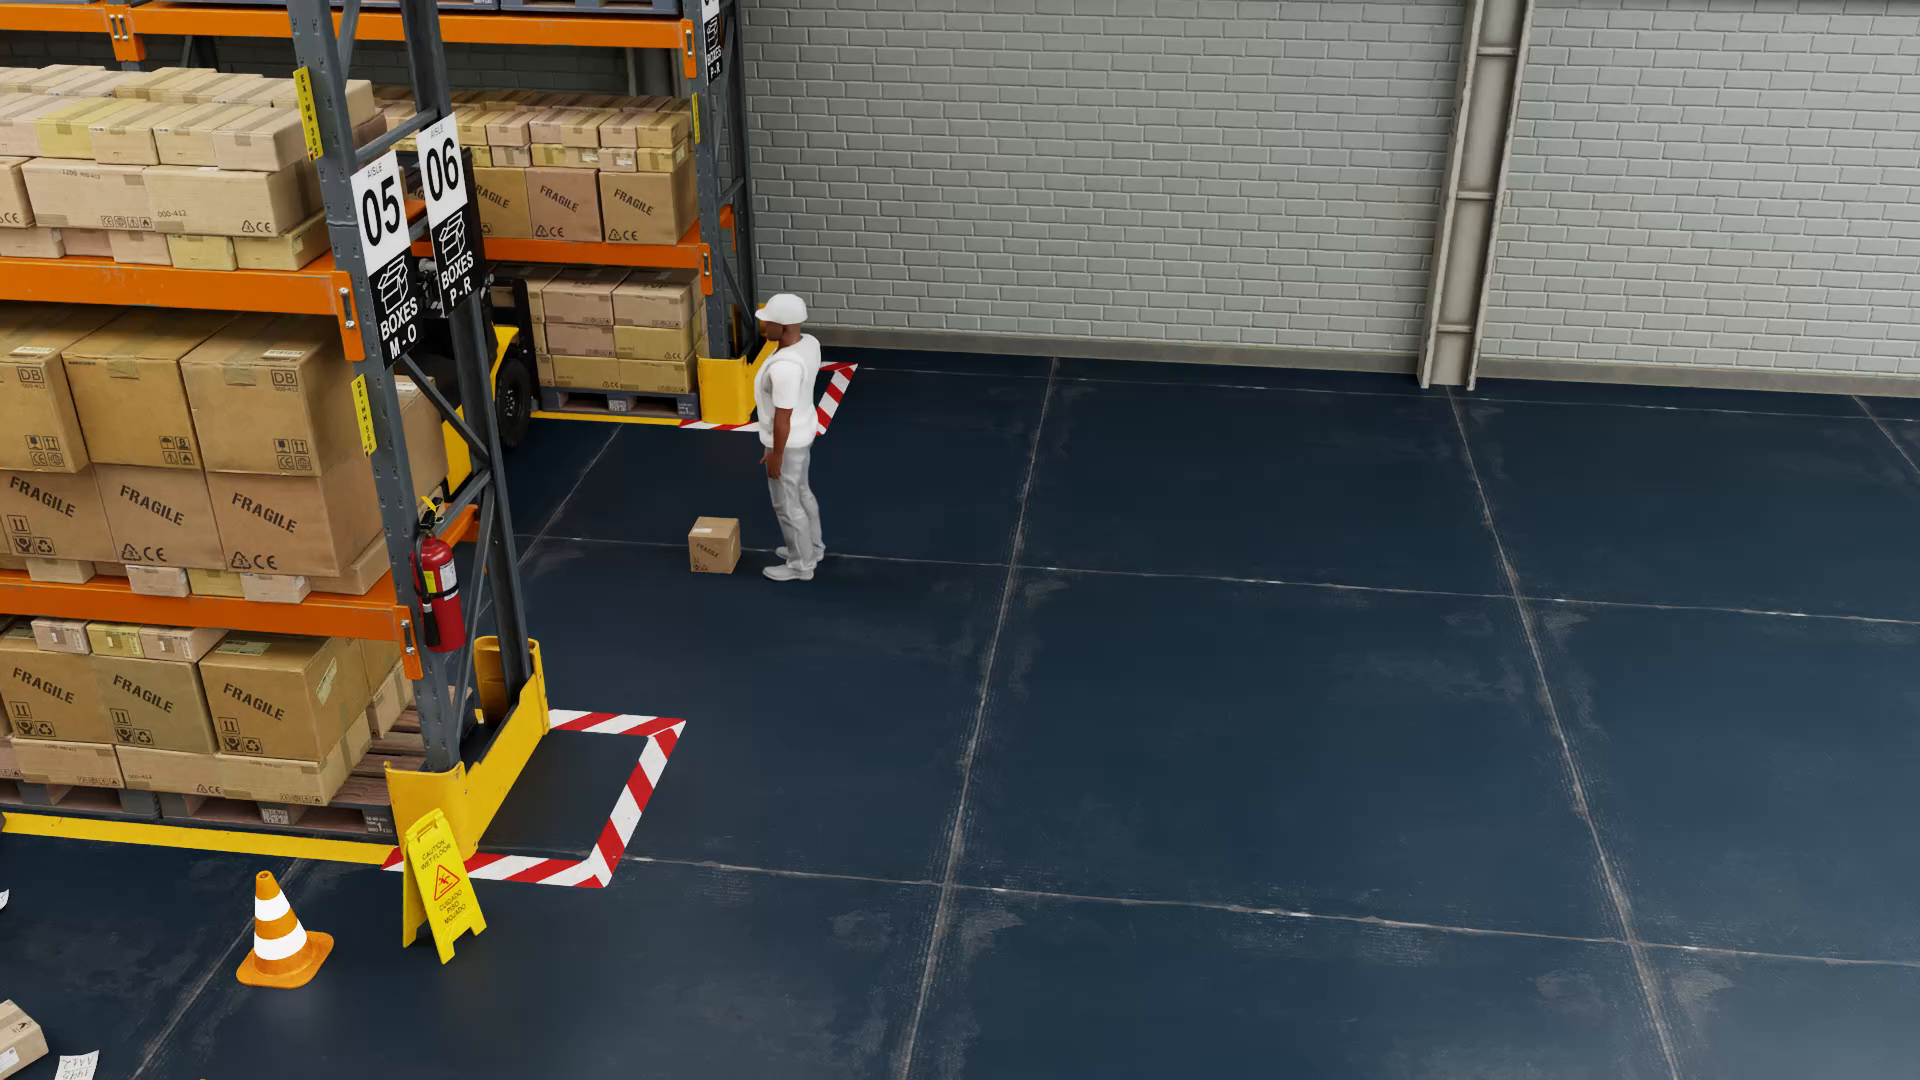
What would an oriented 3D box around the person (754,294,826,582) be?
[{"bbox_3d":[-0.998,-0.596,9.719,0.351,1.767,0.563,4,28,7],"label":"person"}]
